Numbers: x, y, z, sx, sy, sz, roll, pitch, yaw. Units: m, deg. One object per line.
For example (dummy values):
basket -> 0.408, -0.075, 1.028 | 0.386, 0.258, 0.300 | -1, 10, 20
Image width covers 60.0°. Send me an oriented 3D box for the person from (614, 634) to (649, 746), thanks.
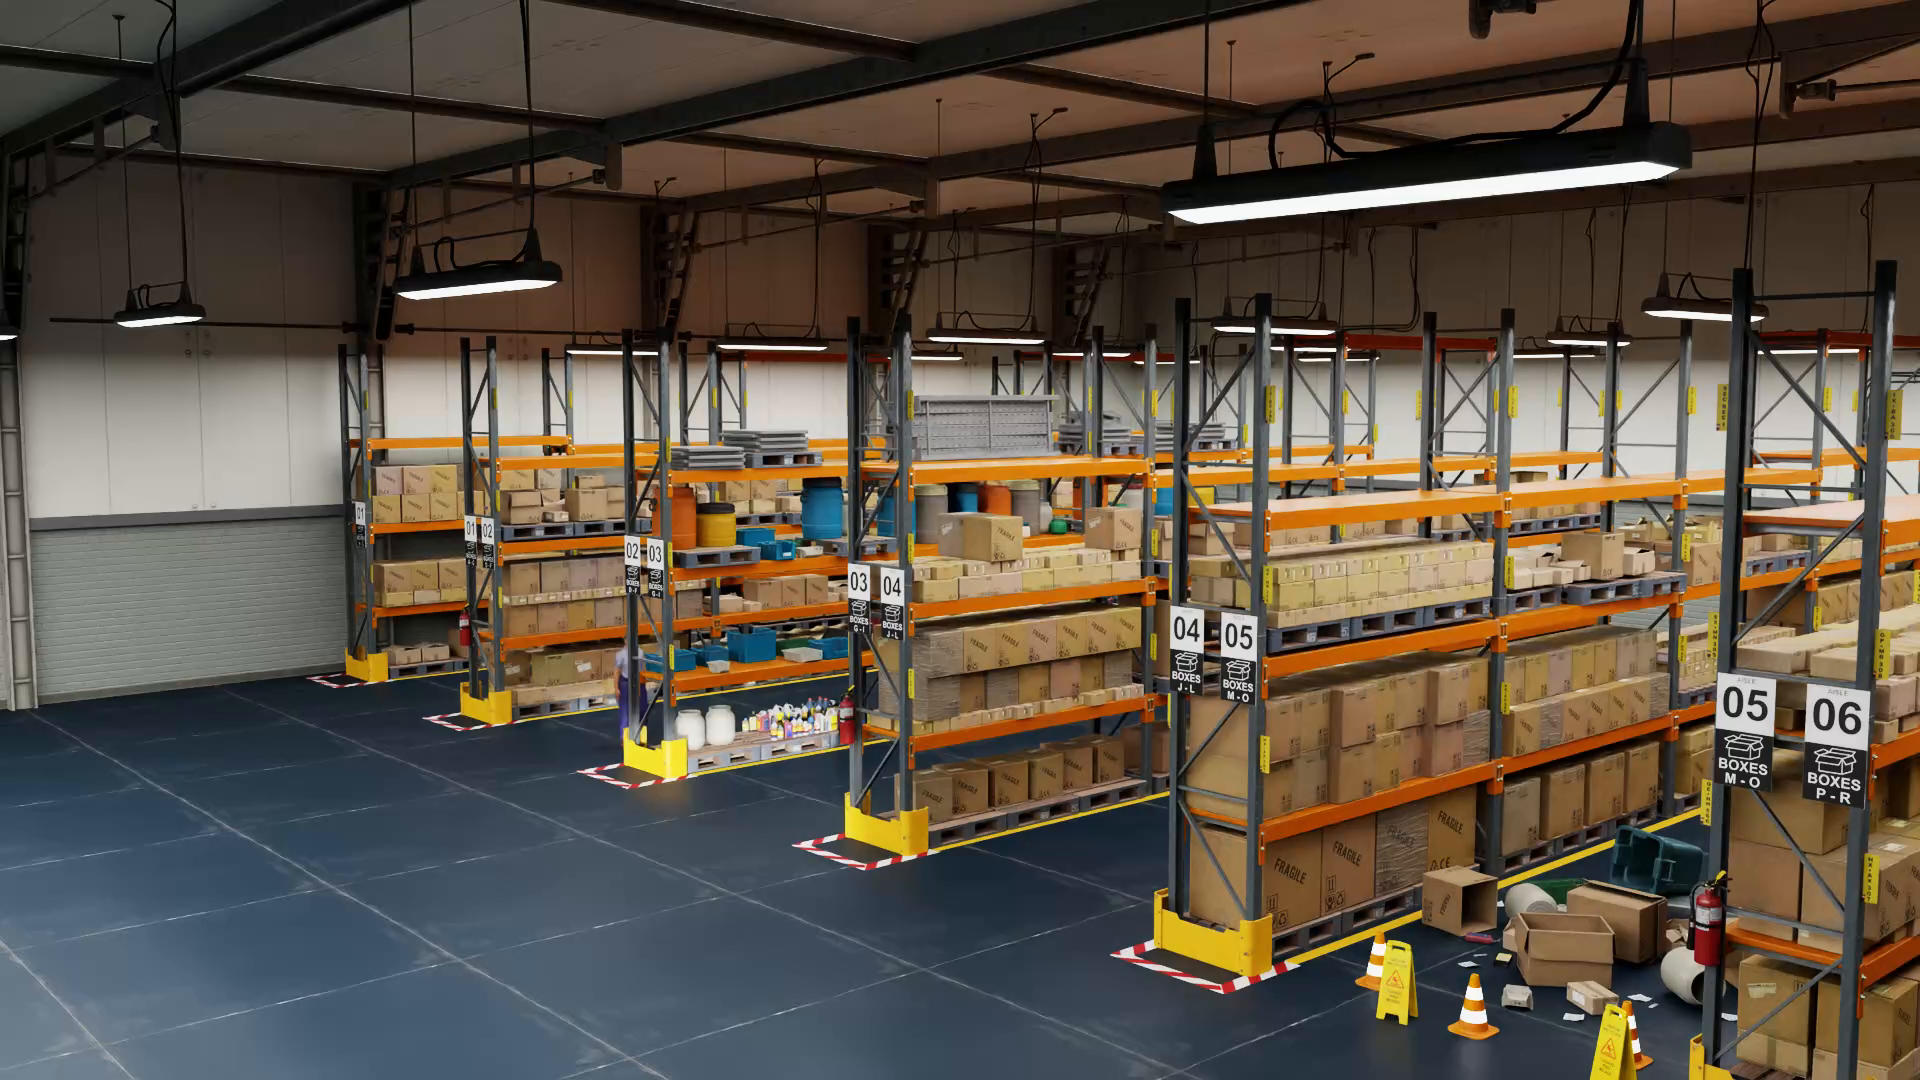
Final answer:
person -> -4.834, 2.207, 24.389 | 0.534, 1.736, 0.354 | -5, 7, -42
